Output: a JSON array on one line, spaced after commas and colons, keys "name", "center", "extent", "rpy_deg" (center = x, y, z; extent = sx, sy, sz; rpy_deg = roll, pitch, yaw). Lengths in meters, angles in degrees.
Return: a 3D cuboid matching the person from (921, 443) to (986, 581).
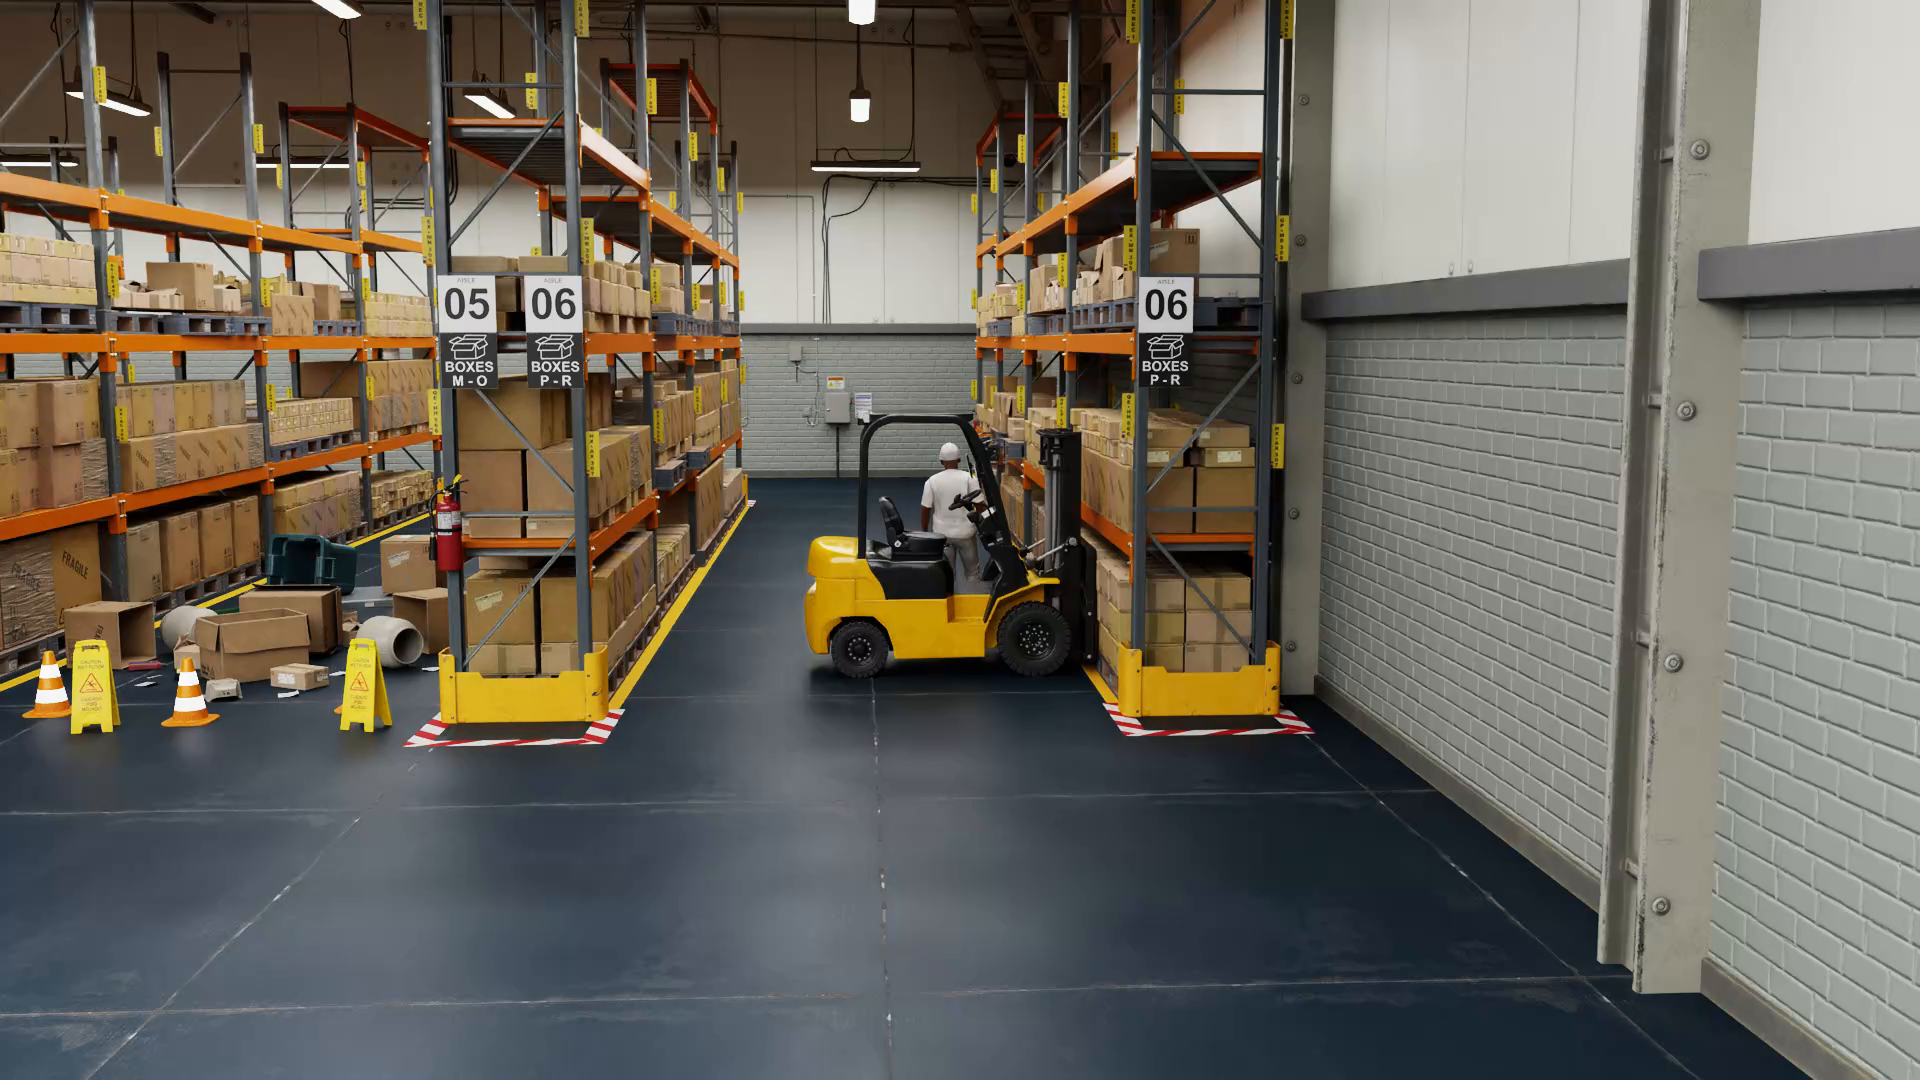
[{"name": "person", "center": [-0.031, -0.071, 16.161], "extent": [0.665, 1.765, 0.577], "rpy_deg": [1, 7, 10]}]
